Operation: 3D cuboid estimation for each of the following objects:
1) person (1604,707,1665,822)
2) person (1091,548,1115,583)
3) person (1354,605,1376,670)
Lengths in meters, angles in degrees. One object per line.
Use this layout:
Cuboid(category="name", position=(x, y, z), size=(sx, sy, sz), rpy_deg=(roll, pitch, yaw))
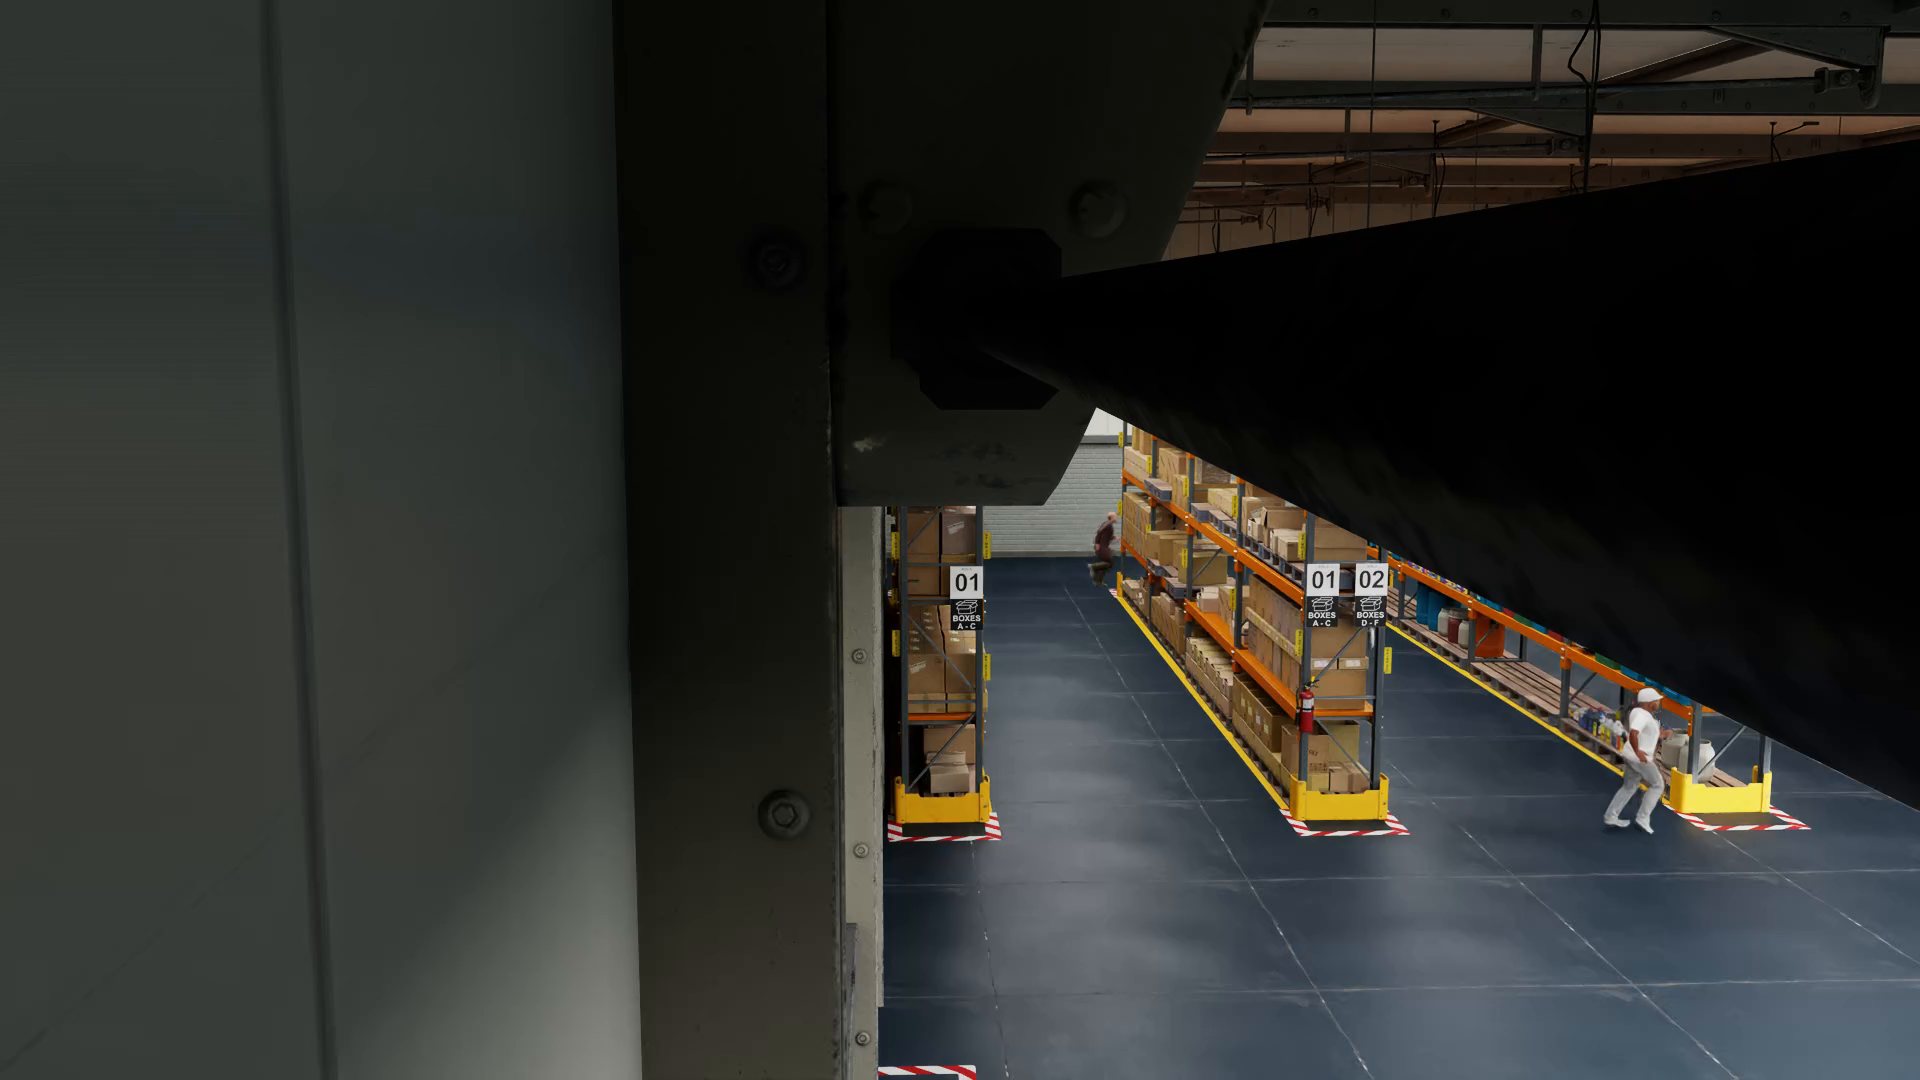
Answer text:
Cuboid(category="person", position=(8.150, 2.719, 20.057), size=(0.669, 1.383, 0.675), rpy_deg=(1, 8, 5))
Cuboid(category="person", position=(3.228, 0.499, 37.738), size=(0.528, 0.975, 0.381), rpy_deg=(-1, 8, -5))
Cuboid(category="person", position=(6.461, 1.746, 27.070), size=(0.638, 1.624, 0.509), rpy_deg=(-1, 8, -10))
